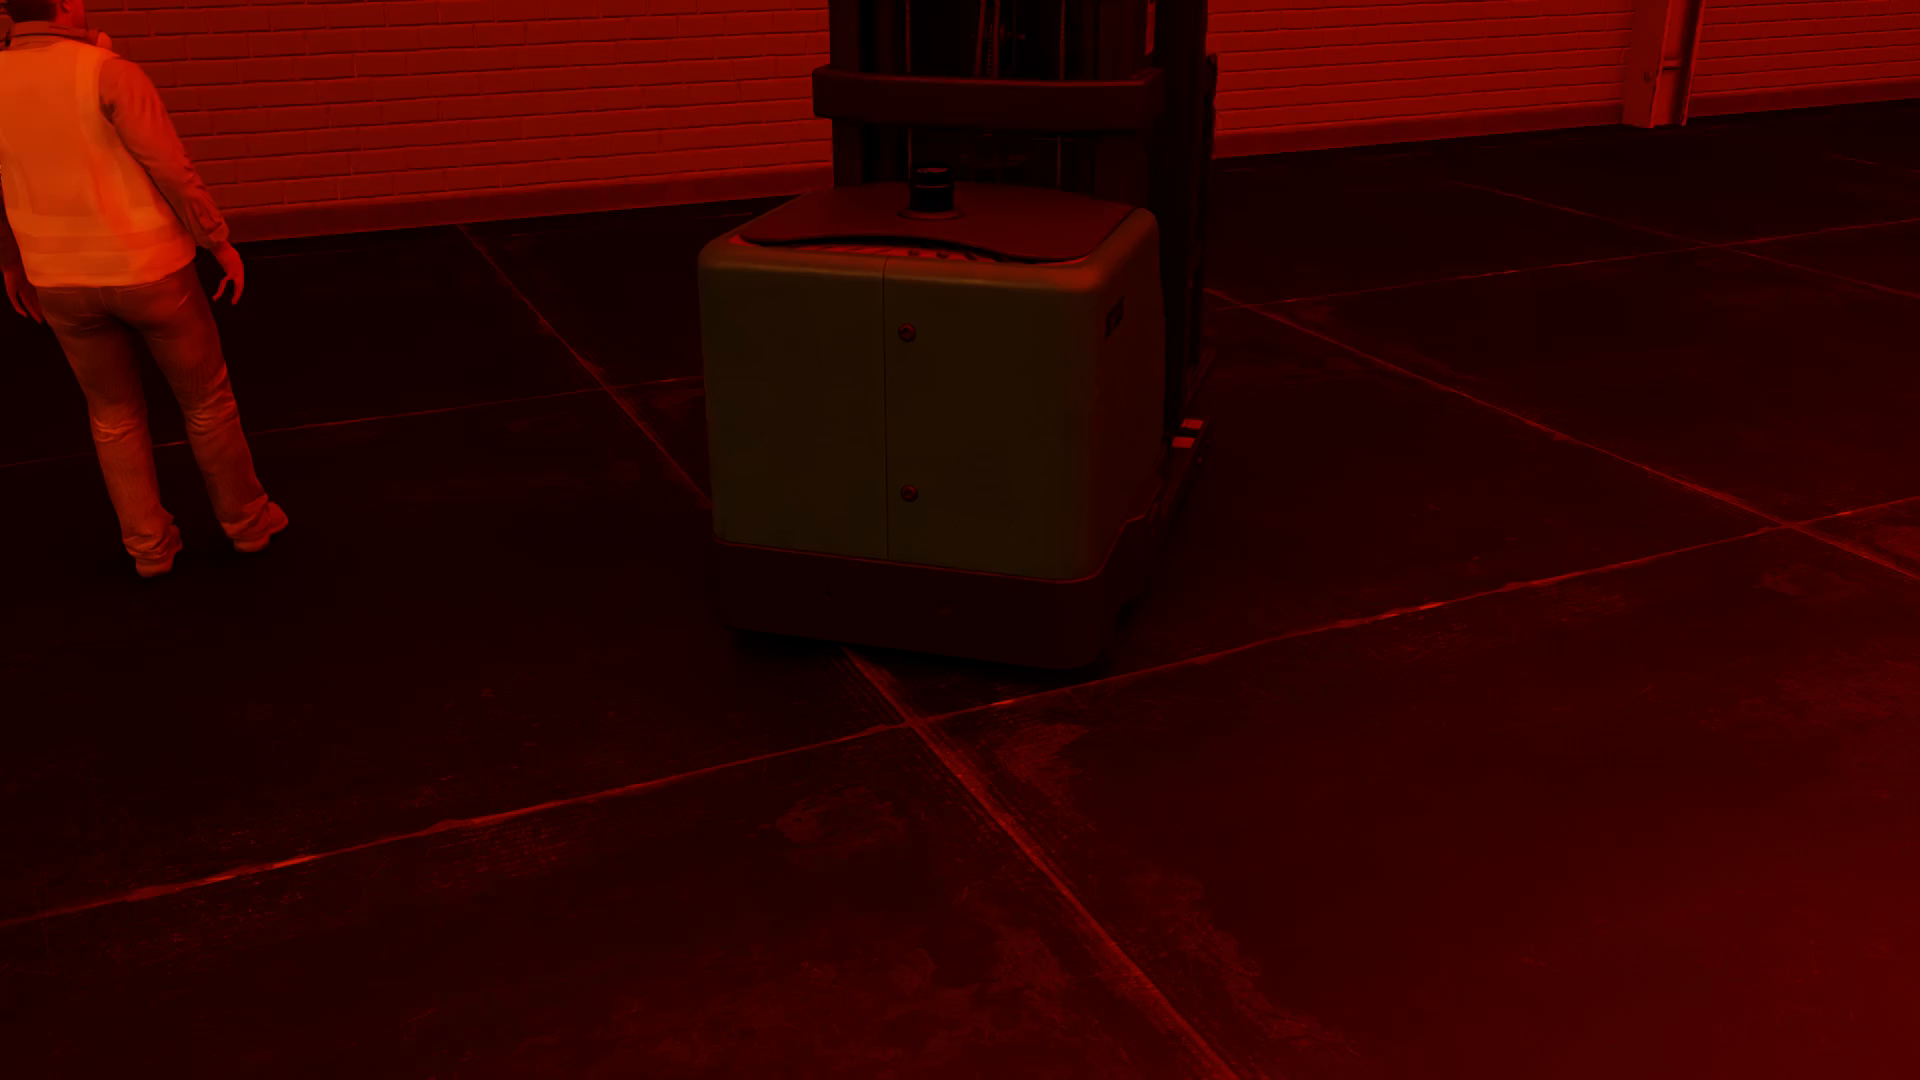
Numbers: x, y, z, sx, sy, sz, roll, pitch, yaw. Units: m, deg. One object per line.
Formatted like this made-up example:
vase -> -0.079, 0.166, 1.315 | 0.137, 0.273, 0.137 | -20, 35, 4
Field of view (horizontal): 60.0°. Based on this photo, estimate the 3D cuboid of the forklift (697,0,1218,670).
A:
forklift -> 0.240, -1.567, 5.059 | 1.130, 2.935, 3.031 | 6, 23, 15

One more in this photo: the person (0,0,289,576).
person -> -2.346, -0.779, 4.669 | 0.679, 1.775, 0.549 | -2, 23, -4
